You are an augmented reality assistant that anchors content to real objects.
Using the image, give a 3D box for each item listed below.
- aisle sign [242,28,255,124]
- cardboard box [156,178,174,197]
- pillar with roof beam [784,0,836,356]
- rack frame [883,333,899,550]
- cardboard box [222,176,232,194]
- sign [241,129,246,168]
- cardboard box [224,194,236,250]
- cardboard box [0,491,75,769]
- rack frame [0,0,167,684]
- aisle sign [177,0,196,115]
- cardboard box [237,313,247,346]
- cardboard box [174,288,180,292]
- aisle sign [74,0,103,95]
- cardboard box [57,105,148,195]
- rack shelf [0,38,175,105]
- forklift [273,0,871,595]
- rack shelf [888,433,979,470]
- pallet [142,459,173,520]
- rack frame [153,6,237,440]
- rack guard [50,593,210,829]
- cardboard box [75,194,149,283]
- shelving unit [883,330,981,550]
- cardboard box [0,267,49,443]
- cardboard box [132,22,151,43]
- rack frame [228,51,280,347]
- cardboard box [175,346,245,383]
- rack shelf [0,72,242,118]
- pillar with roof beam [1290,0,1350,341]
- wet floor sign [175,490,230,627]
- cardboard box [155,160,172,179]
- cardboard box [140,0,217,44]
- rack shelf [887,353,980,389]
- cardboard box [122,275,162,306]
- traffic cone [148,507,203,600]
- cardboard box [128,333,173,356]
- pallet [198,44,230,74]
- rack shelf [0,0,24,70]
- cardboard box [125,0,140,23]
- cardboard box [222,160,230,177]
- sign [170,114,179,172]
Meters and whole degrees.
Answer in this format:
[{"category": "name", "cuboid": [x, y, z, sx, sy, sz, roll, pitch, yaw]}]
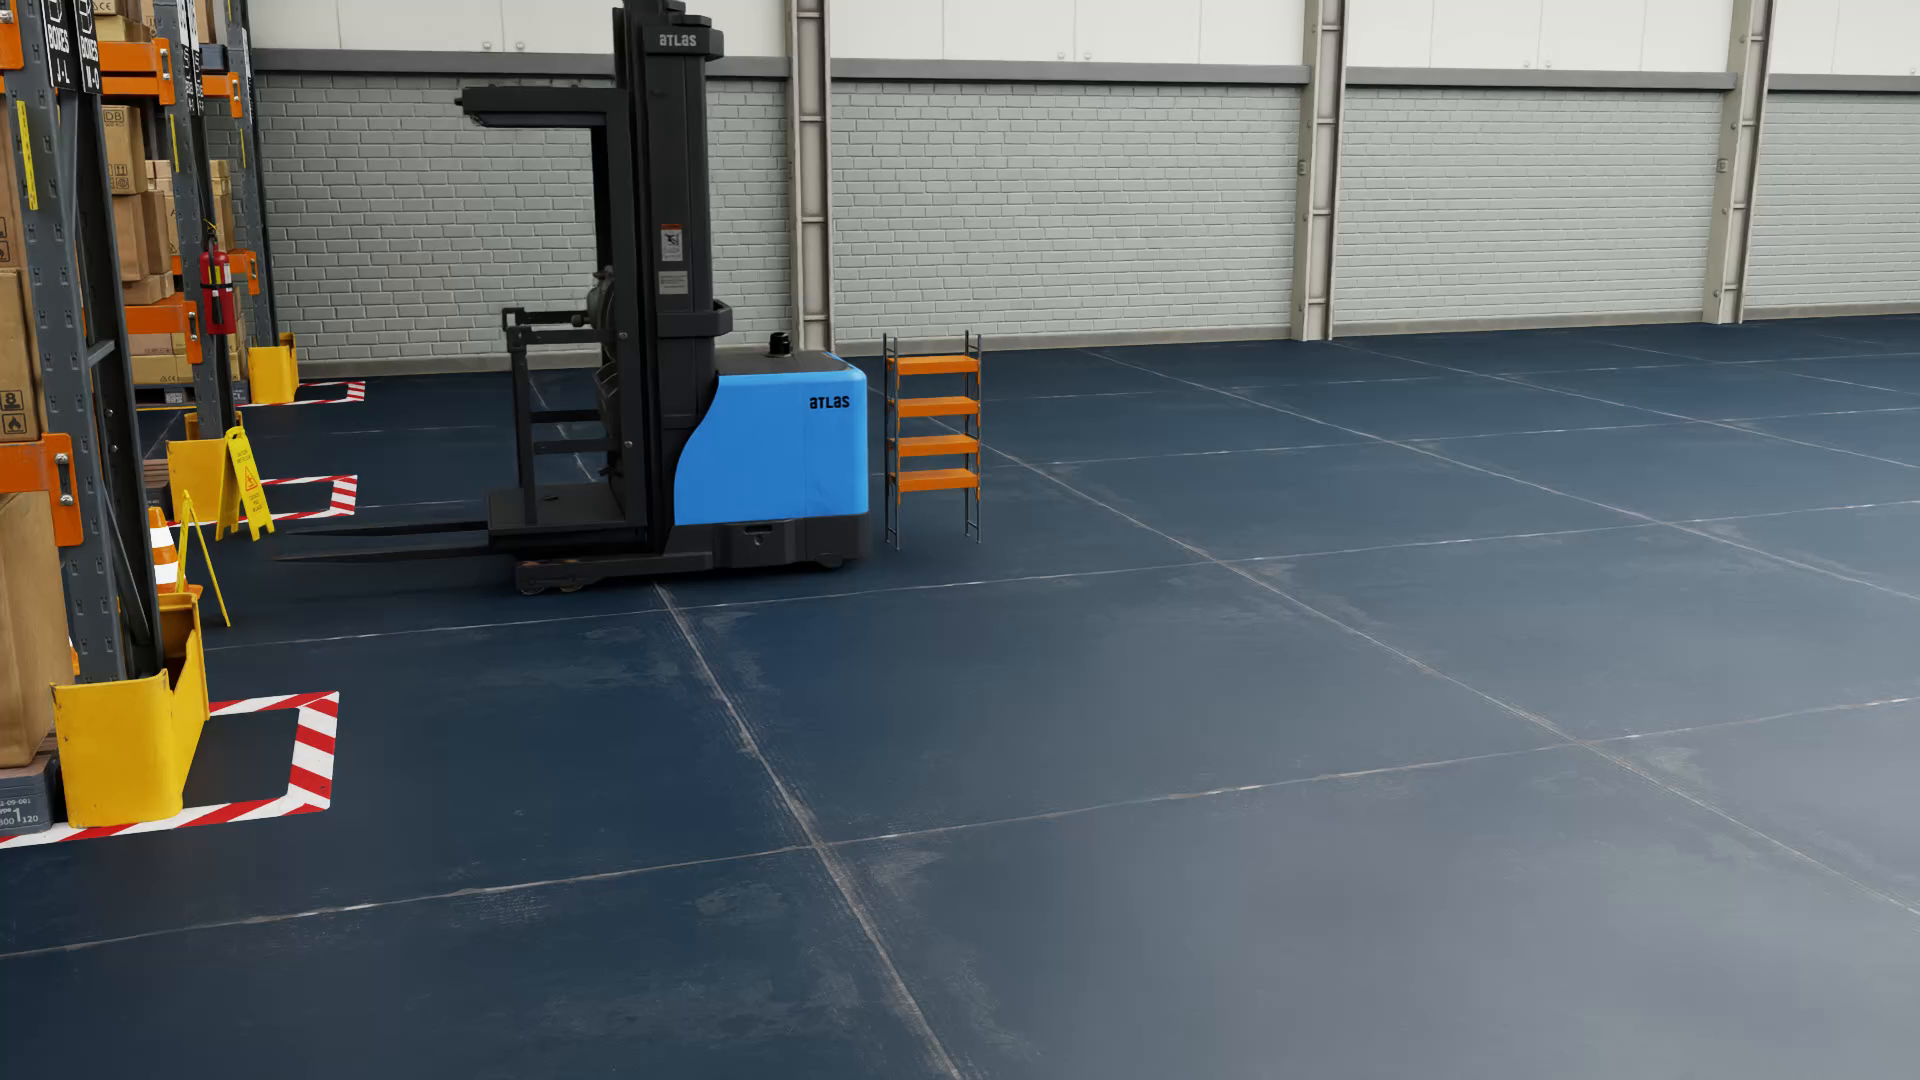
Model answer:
[{"category": "aisle sign", "cuboid": [-6.138, -3.997, 14.348, 0.004, 0.787, 0.394, -4, 14, -18]}, {"category": "cardboard box", "cuboid": [-6.766, -3.044, 14.340, 0.250, 0.149, 0.380, -4, 14, -17]}, {"category": "pillar with roof beam", "cuboid": [-0.182, -5.356, 12.712, 0.400, 9.000, 9.100, -4, 14, -18]}, {"category": "rack frame", "cuboid": [-0.388, -0.553, 9.377, 0.015, 1.200, 0.240, -4, 14, -18]}, {"category": "cardboard box", "cuboid": [-6.698, -3.188, 14.946, 0.250, 0.149, 0.380, -5, 14, -20]}, {"category": "sign", "cuboid": [-6.134, -3.351, 14.233, 0.005, 0.325, 0.100, -4, 14, -18]}, {"category": "cardboard box", "cuboid": [-6.852, -2.865, 14.990, 0.500, 0.500, 0.500, -4, 14, -16]}, {"category": "cardboard box", "cuboid": [-3.655, 0.268, 5.717, 0.875, 0.875, 0.875, -4, 14, -18]}, {"category": "rack frame", "cuboid": [-3.033, -0.626, 5.791, 0.127, 3.000, 1.000, -4, 14, -18]}, {"category": "aisle sign", "cuboid": [-4.556, -2.909, 9.774, 0.004, 0.787, 0.394, -4, 14, -18]}, {"category": "cardboard box", "cuboid": [-6.806, -1.913, 15.156, 0.500, 0.250, 0.500, -4, 14, -17]}, {"category": "cardboard box", "cuboid": [-7.283, -2.114, 14.920, 0.500, 0.250, 0.500, -4, 14, -18]}, {"category": "aisle sign", "cuboid": [-3.062, -1.961, 5.788, 0.004, 0.787, 0.394, -4, 14, -18]}, {"category": "cardboard box", "cuboid": [-5.122, -2.298, 9.802, 0.500, 0.500, 0.700, -5, 14, -19]}, {"category": "rack shelf", "cuboid": [-6.603, -2.665, 9.439, 4.000, 0.370, 1.077, -4, 14, -18]}, {"category": "forklift", "cuboid": [-2.056, -1.283, 8.702, 3.031, 2.935, 1.130, -4, 14, -16]}, {"category": "rack shelf", "cuboid": [-0.157, -0.506, 9.468, 0.480, 0.148, 0.258, -4, 14, -18]}, {"category": "pallet", "cuboid": [-5.561, -0.289, 10.403, 1.213, 0.211, 1.003, -4, 14, -18]}, {"category": "rack frame", "cuboid": [-4.708, -1.704, 10.323, 0.127, 3.000, 1.000, -4, 14, -18]}, {"category": "rack guard", "cuboid": [-3.010, 0.589, 6.087, 0.348, 0.500, 1.175, -4, 14, -18]}, {"category": "cardboard box", "cuboid": [-5.134, -1.797, 9.855, 0.500, 0.500, 0.500, -5, 14, -19]}, {"category": "shelving unit", "cuboid": [-0.157, -0.571, 9.453, 0.503, 1.200, 0.258, -4, 14, -18]}, {"category": "cardboard box", "cuboid": [-3.370, -0.661, 5.616, 0.550, 0.550, 0.875, -4, 14, -18]}, {"category": "cardboard box", "cuboid": [-5.125, -3.088, 10.202, 0.250, 0.149, 0.380, -4, 14, -18]}, {"category": "rack frame", "cuboid": [-6.294, -2.792, 14.899, 0.127, 3.000, 1.000, -4, 14, -18]}, {"category": "cardboard box", "cuboid": [-6.639, -1.555, 14.732, 0.500, 0.250, 0.500, -4, 14, -18]}, {"category": "rack shelf", "cuboid": [-8.190, -3.754, 14.015, 4.000, 0.370, 1.077, -4, 14, -18]}, {"category": "pillar with roof beam", "cuboid": [5.505, -5.798, 14.574, 0.400, 9.000, 9.100, -4, 14, -18]}, {"category": "wet floor sign", "cuboid": [-3.637, 0.083, 7.898, 0.232, 0.644, 0.267, -7, 15, -28]}, {"category": "cardboard box", "cuboid": [-6.790, -3.203, 14.367, 0.250, 0.149, 0.380, -4, 14, -18]}, {"category": "cardboard box", "cuboid": [-6.636, -4.467, 14.118, 0.500, 0.500, 0.500, -4, 14, -16]}, {"category": "rack shelf", "cuboid": [-0.157, -0.954, 9.362, 0.480, 0.148, 0.258, -4, 14, -18]}, {"category": "cardboard box", "cuboid": [-4.994, -1.507, 10.039, 0.250, 0.149, 0.380, -4, 14, -16]}, {"category": "traffic cone", "cuboid": [-4.027, 0.063, 8.376, 0.334, 0.463, 0.336, -4, 14, -18]}, {"category": "cardboard box", "cuboid": [-7.135, -1.763, 14.526, 0.500, 0.250, 0.500, -5, 14, -19]}, {"category": "pallet", "cuboid": [-6.973, -4.162, 14.367, 1.213, 0.211, 1.003, -4, 14, -18]}, {"category": "rack shelf", "cuboid": [-4.929, -1.587, 4.906, 4.000, 0.370, 1.077, -4, 14, -18]}, {"category": "cardboard box", "cuboid": [-5.269, -3.256, 10.049, 0.500, 0.250, 0.500, -5, 14, -19]}, {"category": "cardboard box", "cuboid": [-6.681, -3.323, 14.871, 0.250, 0.149, 0.380, -5, 14, -19]}, {"category": "sign", "cuboid": [-4.550, -2.298, 9.635, 0.005, 0.325, 0.100, -4, 14, -18]}]
